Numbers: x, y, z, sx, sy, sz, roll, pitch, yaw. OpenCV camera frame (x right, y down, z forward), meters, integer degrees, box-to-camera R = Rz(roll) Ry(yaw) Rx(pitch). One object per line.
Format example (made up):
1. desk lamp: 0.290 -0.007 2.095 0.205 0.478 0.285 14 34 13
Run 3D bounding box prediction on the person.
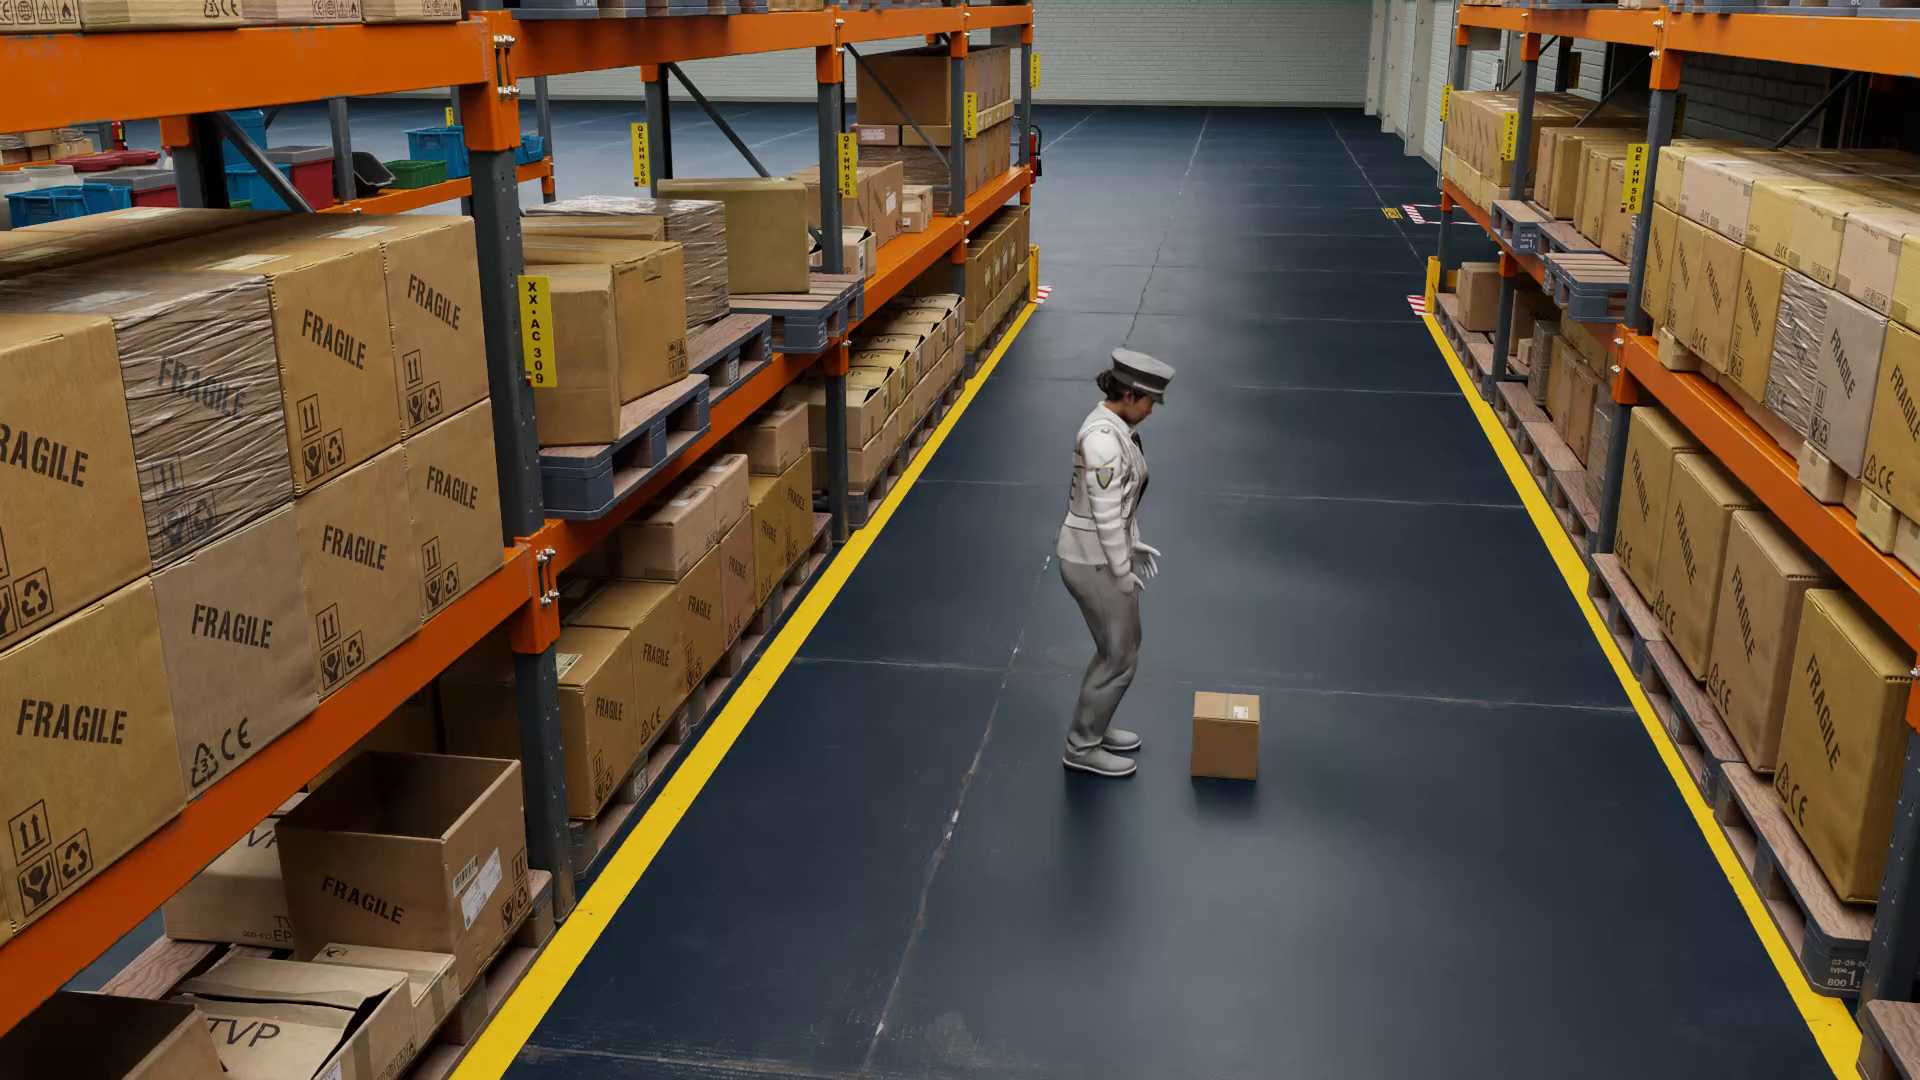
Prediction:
1. person: 0.607 0.126 6.385 0.570 1.542 0.523 3 18 10
